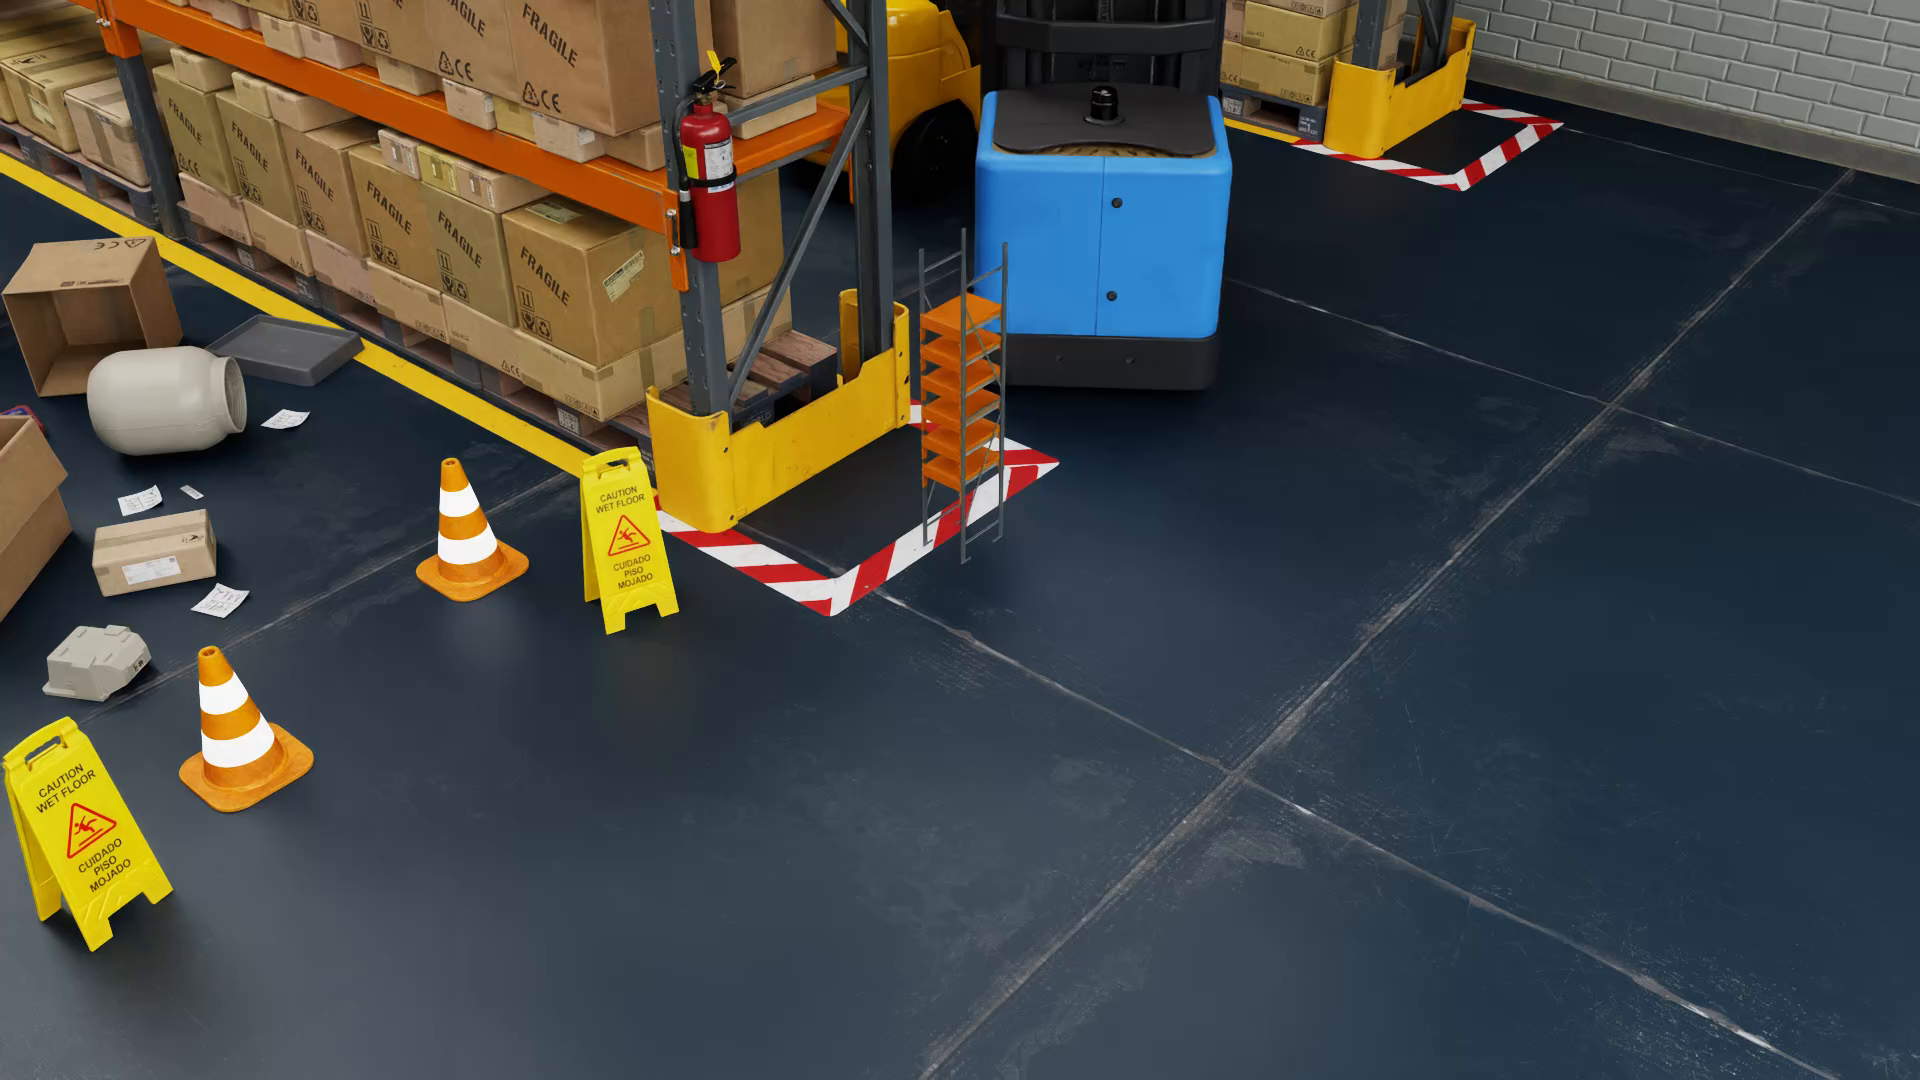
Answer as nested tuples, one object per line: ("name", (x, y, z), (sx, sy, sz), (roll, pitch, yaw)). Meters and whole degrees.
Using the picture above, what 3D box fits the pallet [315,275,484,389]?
("pallet", (-2.222, -1.165, 7.759), (1.213, 0.211, 1.003), (25, 42, 32))

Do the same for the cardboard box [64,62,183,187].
("cardboard box", (-4.107, -2.263, 8.845), (0.625, 0.372, 0.950), (26, 42, 32))

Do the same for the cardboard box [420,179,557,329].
("cardboard box", (-1.814, -1.248, 6.813), (0.500, 0.500, 0.500), (27, 43, 33))

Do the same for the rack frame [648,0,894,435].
("rack frame", (-0.628, -1.535, 5.835), (0.127, 3.000, 1.000), (25, 42, 32))

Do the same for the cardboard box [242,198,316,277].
("cardboard box", (-3.004, -1.504, 7.848), (0.500, 0.250, 0.500), (28, 43, 34))

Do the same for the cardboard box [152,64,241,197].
("cardboard box", (-3.422, -2.001, 7.910), (0.500, 0.500, 0.500), (27, 43, 34))

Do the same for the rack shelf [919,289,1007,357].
("rack shelf", (0.012, -0.749, 5.724), (0.180, 0.103, 0.258), (25, 42, 32))

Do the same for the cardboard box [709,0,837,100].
("cardboard box", (-0.815, -1.991, 6.148), (0.500, 0.500, 0.500), (25, 41, 31))

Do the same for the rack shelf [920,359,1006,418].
("rack shelf", (0.011, -0.552, 5.860), (0.180, 0.103, 0.258), (25, 42, 32))

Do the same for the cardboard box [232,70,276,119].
("cardboard box", (-2.968, -2.012, 7.353), (0.250, 0.149, 0.380), (27, 43, 33))

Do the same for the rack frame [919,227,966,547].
("rack frame", (-0.059, -0.522, 5.951), (0.006, 1.200, 0.240), (25, 42, 32))

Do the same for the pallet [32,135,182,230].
("pallet", (-4.302, -2.116, 9.144), (1.213, 0.211, 1.003), (25, 42, 32))

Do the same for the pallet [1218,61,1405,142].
("pallet", (1.930, -2.805, 10.148), (1.213, 0.211, 1.003), (25, 42, 32))

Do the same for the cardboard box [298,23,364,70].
("cardboard box", (-2.477, -2.080, 6.851), (0.250, 0.149, 0.380), (25, 42, 32))

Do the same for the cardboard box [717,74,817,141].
("cardboard box", (-0.757, -1.644, 6.217), (0.250, 0.149, 0.380), (25, 42, 32))

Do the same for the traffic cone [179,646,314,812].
("traffic cone", (-2.233, 0.522, 5.081), (0.334, 0.463, 0.336), (25, 42, 32))

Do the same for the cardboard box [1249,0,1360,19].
("cardboard box", (1.991, -3.179, 9.404), (0.500, 0.250, 0.500), (27, 43, 33))

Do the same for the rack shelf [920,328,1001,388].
("rack shelf", (0.011, -0.650, 5.792), (0.180, 0.103, 0.258), (25, 42, 32))

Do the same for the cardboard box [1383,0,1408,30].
("cardboard box", (2.316, -3.202, 9.879), (0.500, 0.250, 0.500), (26, 42, 33))

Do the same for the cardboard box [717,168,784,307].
("cardboard box", (-1.090, -1.305, 6.895), (0.500, 0.500, 0.500), (24, 41, 30))

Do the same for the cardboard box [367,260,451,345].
("cardboard box", (-2.220, -1.128, 7.301), (0.500, 0.250, 0.500), (24, 41, 30))

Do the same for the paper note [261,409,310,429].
("paper note", (-2.822, -0.509, 6.965), (0.148, 0.019, 0.142), (12, 36, 16))

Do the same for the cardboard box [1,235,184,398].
("cardboard box", (-3.749, -0.974, 7.225), (0.500, 0.500, 0.500), (-6, 35, -8))

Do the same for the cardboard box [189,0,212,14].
("cardboard box", (-3.214, -2.475, 7.426), (0.250, 0.149, 0.380), (25, 42, 32))

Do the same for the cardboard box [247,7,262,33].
("cardboard box", (-2.822, -2.287, 7.152), (0.250, 0.149, 0.380), (25, 42, 32))

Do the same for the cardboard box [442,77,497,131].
("cardboard box", (-1.719, -1.699, 6.297), (0.250, 0.149, 0.380), (26, 42, 33))

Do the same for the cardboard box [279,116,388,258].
("cardboard box", (-2.605, -1.624, 7.361), (0.500, 0.500, 0.500), (28, 43, 34))

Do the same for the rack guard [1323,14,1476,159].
("rack guard", (2.563, -2.657, 9.677), (0.348, 0.500, 1.175), (25, 42, 32))

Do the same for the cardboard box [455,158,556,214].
("cardboard box", (-1.736, -1.432, 6.507), (0.250, 0.149, 0.380), (27, 43, 33))

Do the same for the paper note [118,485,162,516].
("paper note", (-3.185, -0.156, 6.460), (0.148, 0.019, 0.142), (-18, 38, -25))

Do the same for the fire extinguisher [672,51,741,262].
("fire extinguisher", (-0.835, -1.261, 5.505), (0.183, 0.674, 0.296), (25, 42, 32))

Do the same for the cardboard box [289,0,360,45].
("cardboard box", (-2.363, -2.333, 6.647), (0.500, 0.500, 0.500), (26, 42, 32))

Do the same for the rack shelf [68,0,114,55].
("rack shelf", (-5.239, -3.412, 9.204), (4.000, 0.370, 1.077), (25, 42, 32))

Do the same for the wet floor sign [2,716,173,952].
("wet floor sign", (-2.429, 0.775, 4.552), (0.232, 0.644, 0.267), (18, 38, 24))

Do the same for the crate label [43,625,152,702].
("crate label", (-2.877, 0.399, 5.548), (0.298, 0.136, 0.250), (6, 35, 8))

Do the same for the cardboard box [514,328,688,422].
("cardboard box", (-1.440, -0.759, 6.763), (0.500, 0.250, 0.500), (25, 42, 32))

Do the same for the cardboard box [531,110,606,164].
("cardboard box", (-1.318, -1.517, 6.032), (0.250, 0.149, 0.380), (25, 42, 31))

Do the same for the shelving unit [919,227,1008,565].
("shelving unit", (0.011, -0.489, 5.902), (0.189, 1.200, 0.258), (25, 42, 32))

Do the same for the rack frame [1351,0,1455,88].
("rack frame", (2.545, -3.696, 8.982), (0.127, 3.000, 1.000), (25, 42, 32))

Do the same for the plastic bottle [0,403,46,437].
("plastic bottle", (-3.910, -0.489, 6.908), (0.133, 0.061, 0.283), (-26, 42, -32))

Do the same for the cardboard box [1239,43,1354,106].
("cardboard box", (1.982, -2.768, 9.689), (0.500, 0.250, 0.500), (26, 42, 32))

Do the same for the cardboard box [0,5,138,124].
("cardboard box", (-5.197, -2.773, 9.588), (0.625, 0.372, 0.950), (27, 43, 33))

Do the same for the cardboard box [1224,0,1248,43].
("cardboard box", (1.592, -3.168, 9.830), (0.500, 0.250, 0.500), (25, 42, 31))

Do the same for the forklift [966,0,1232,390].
("forklift", (0.650, -2.652, 7.522), (1.130, 2.935, 3.031), (2, 35, 3))

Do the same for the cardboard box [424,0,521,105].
("cardboard box", (-1.603, -1.959, 6.102), (0.500, 0.500, 0.500), (25, 42, 32))

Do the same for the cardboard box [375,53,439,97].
("cardboard box", (-2.080, -1.907, 6.598), (0.250, 0.149, 0.380), (25, 42, 31))

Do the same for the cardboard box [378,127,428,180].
("cardboard box", (-2.128, -1.620, 6.782), (0.250, 0.149, 0.380), (27, 43, 34))
